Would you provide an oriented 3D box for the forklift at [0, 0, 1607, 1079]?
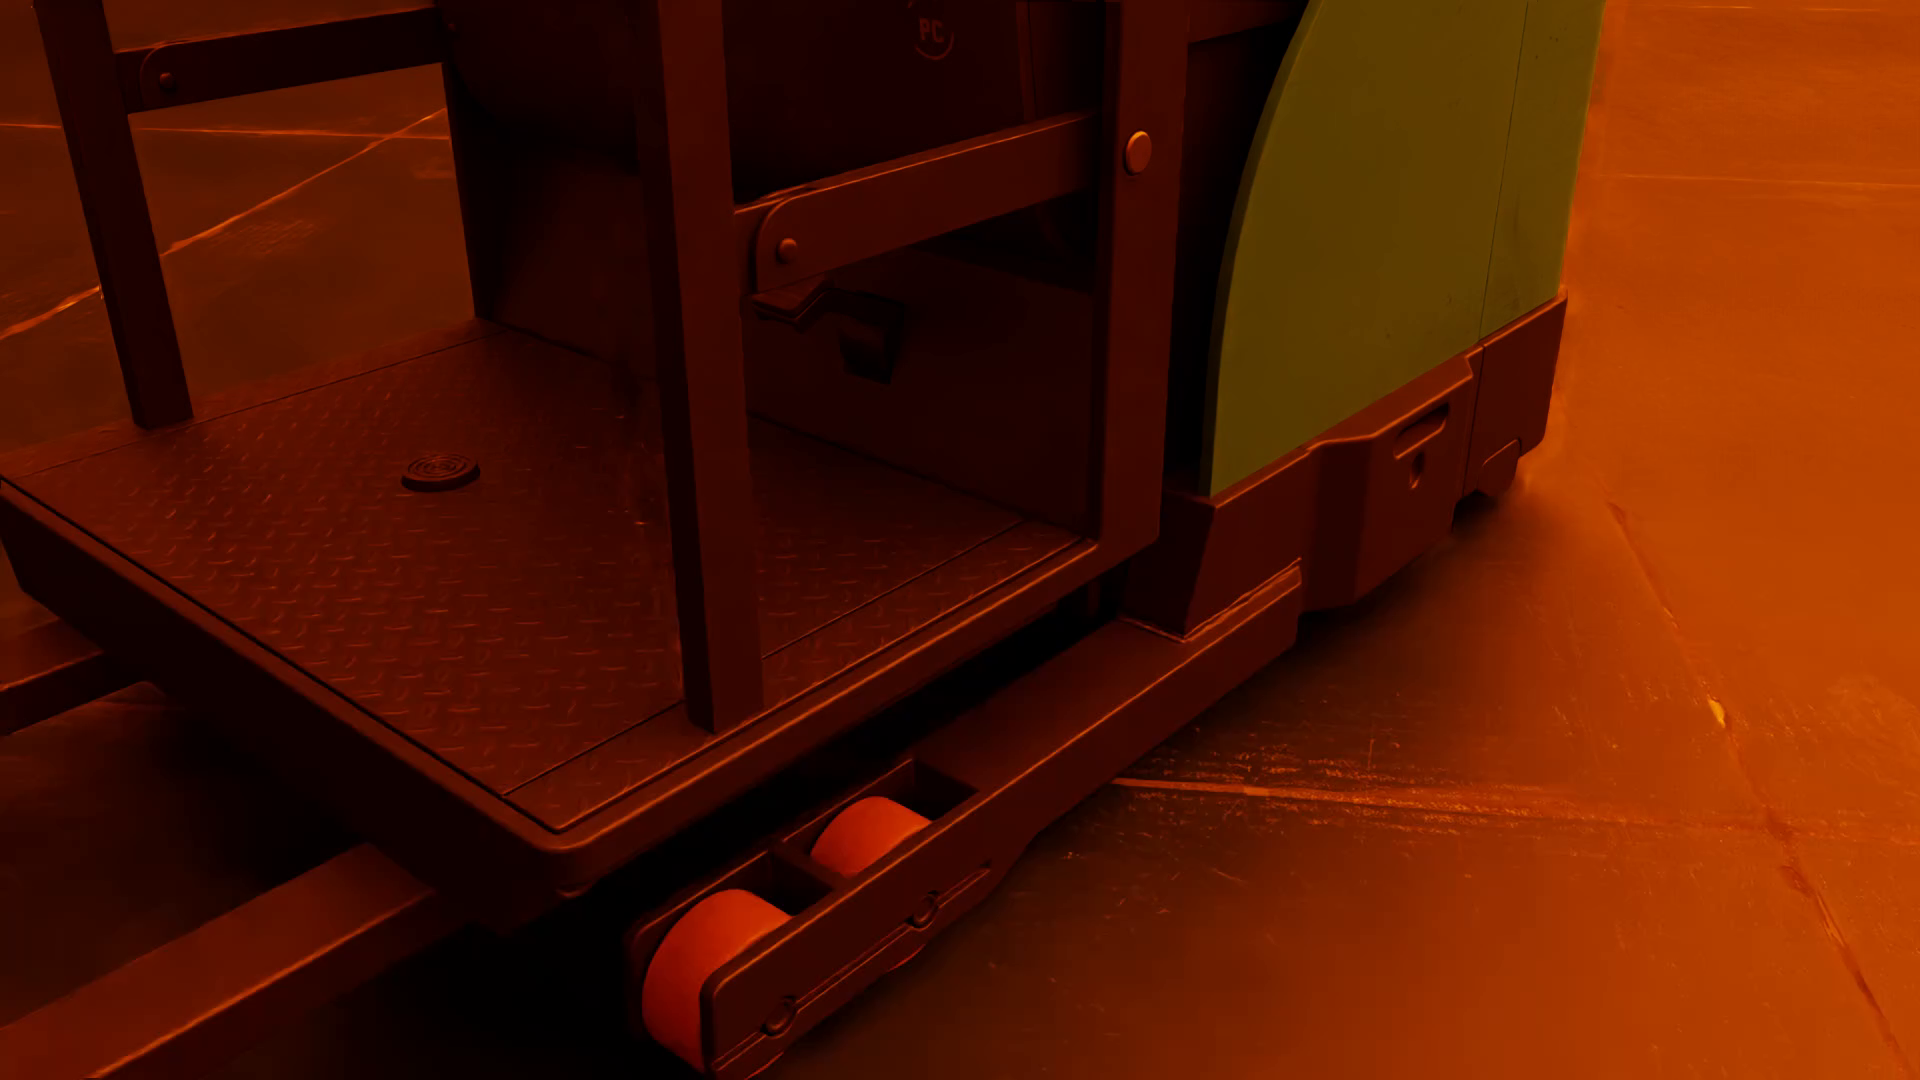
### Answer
[{"bbox_3d":[-0.399,-1.076,1.373,1.130,2.935,3.031,21,33,36],"label":"forklift"}]
